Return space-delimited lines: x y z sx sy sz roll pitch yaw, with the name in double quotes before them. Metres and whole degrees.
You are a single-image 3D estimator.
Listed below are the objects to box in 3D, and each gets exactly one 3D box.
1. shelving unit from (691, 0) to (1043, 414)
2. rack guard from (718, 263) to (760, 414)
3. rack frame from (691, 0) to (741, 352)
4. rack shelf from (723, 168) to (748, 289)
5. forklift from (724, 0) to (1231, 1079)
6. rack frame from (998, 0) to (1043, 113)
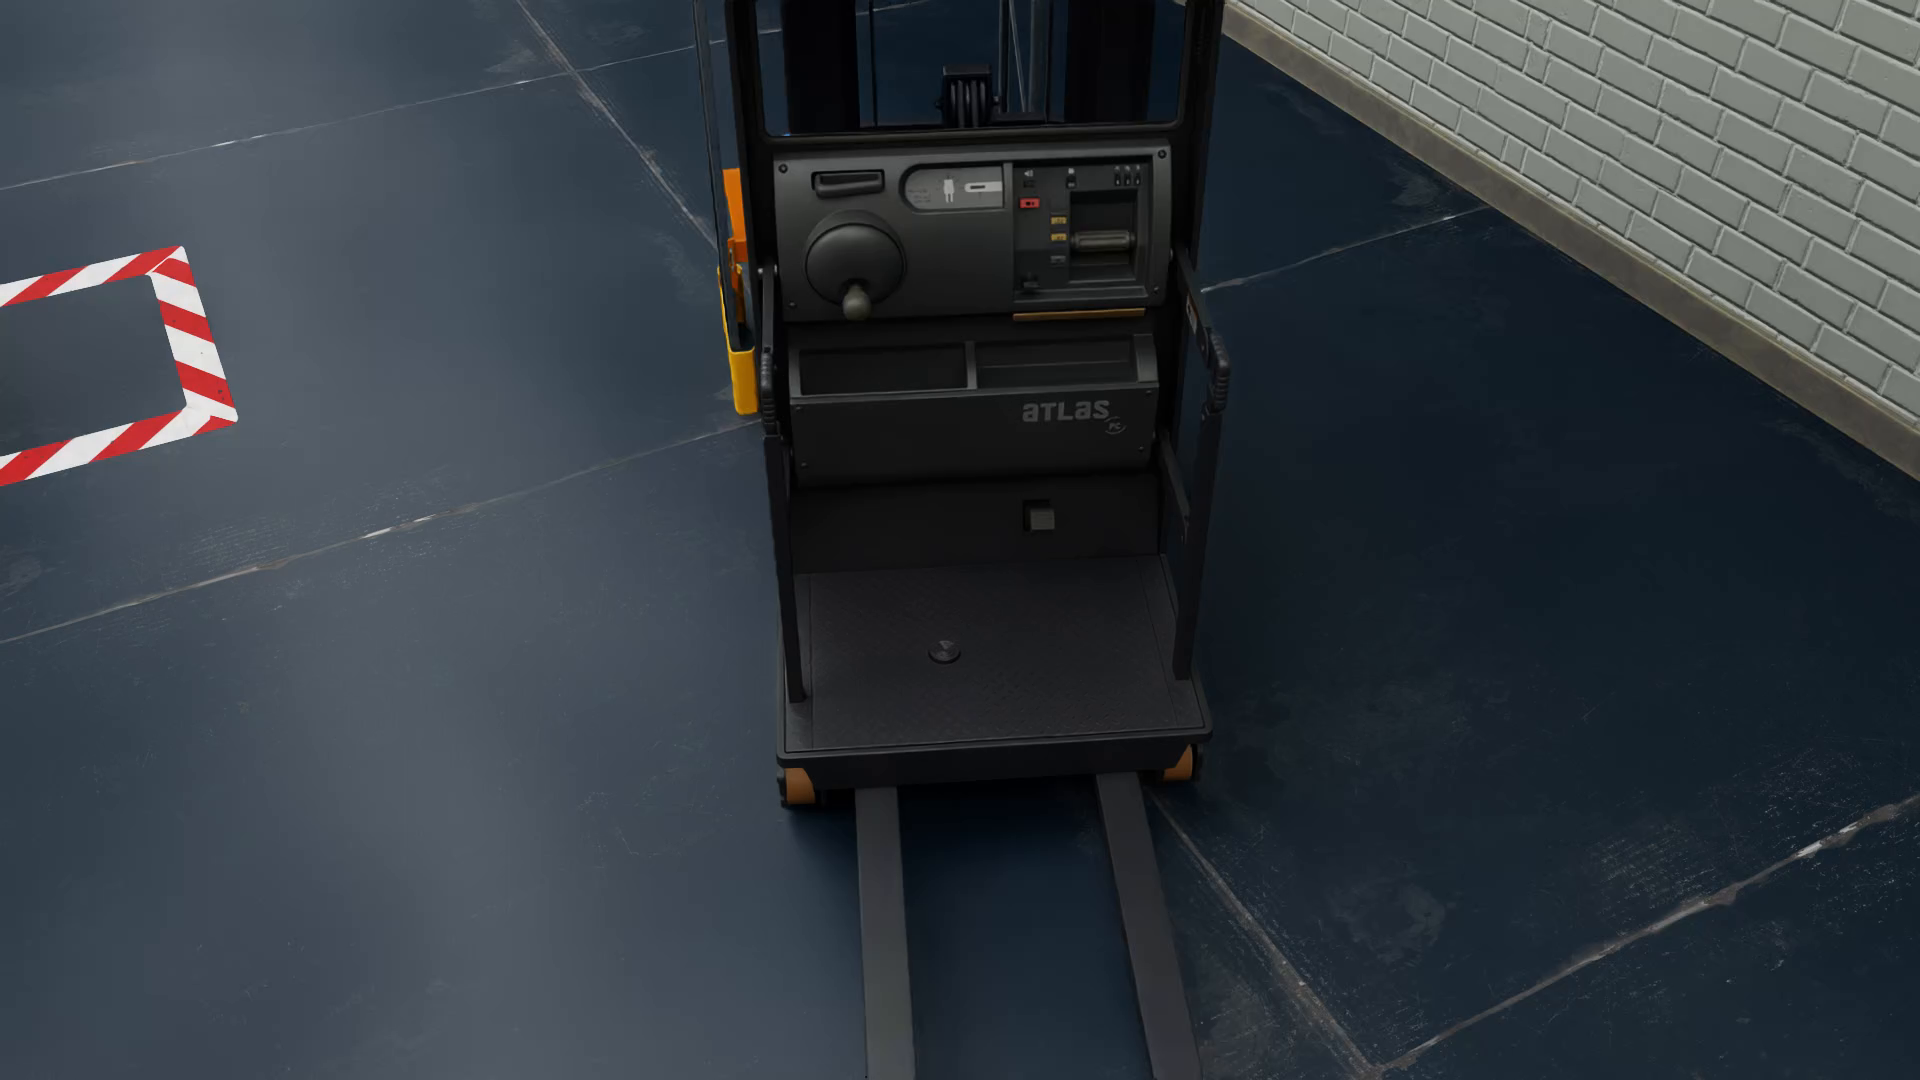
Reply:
"shelving unit" -0.298 -1.258 5.576 1.083 1.500 0.587 -7 41 -8
"rack guard" -0.787 -0.722 5.910 0.087 0.250 0.587 -7 41 -8
"rack frame" -0.806 -1.197 5.503 0.032 1.500 0.500 -7 41 -8
"rack shelf" -0.307 -1.120 5.691 1.000 0.185 0.538 -7 41 -8
"forklift" 0.054 -0.646 3.744 1.130 2.935 3.031 -3 40 -4
"rack frame" 0.193 -1.318 5.646 0.032 1.500 0.500 -7 41 -8
